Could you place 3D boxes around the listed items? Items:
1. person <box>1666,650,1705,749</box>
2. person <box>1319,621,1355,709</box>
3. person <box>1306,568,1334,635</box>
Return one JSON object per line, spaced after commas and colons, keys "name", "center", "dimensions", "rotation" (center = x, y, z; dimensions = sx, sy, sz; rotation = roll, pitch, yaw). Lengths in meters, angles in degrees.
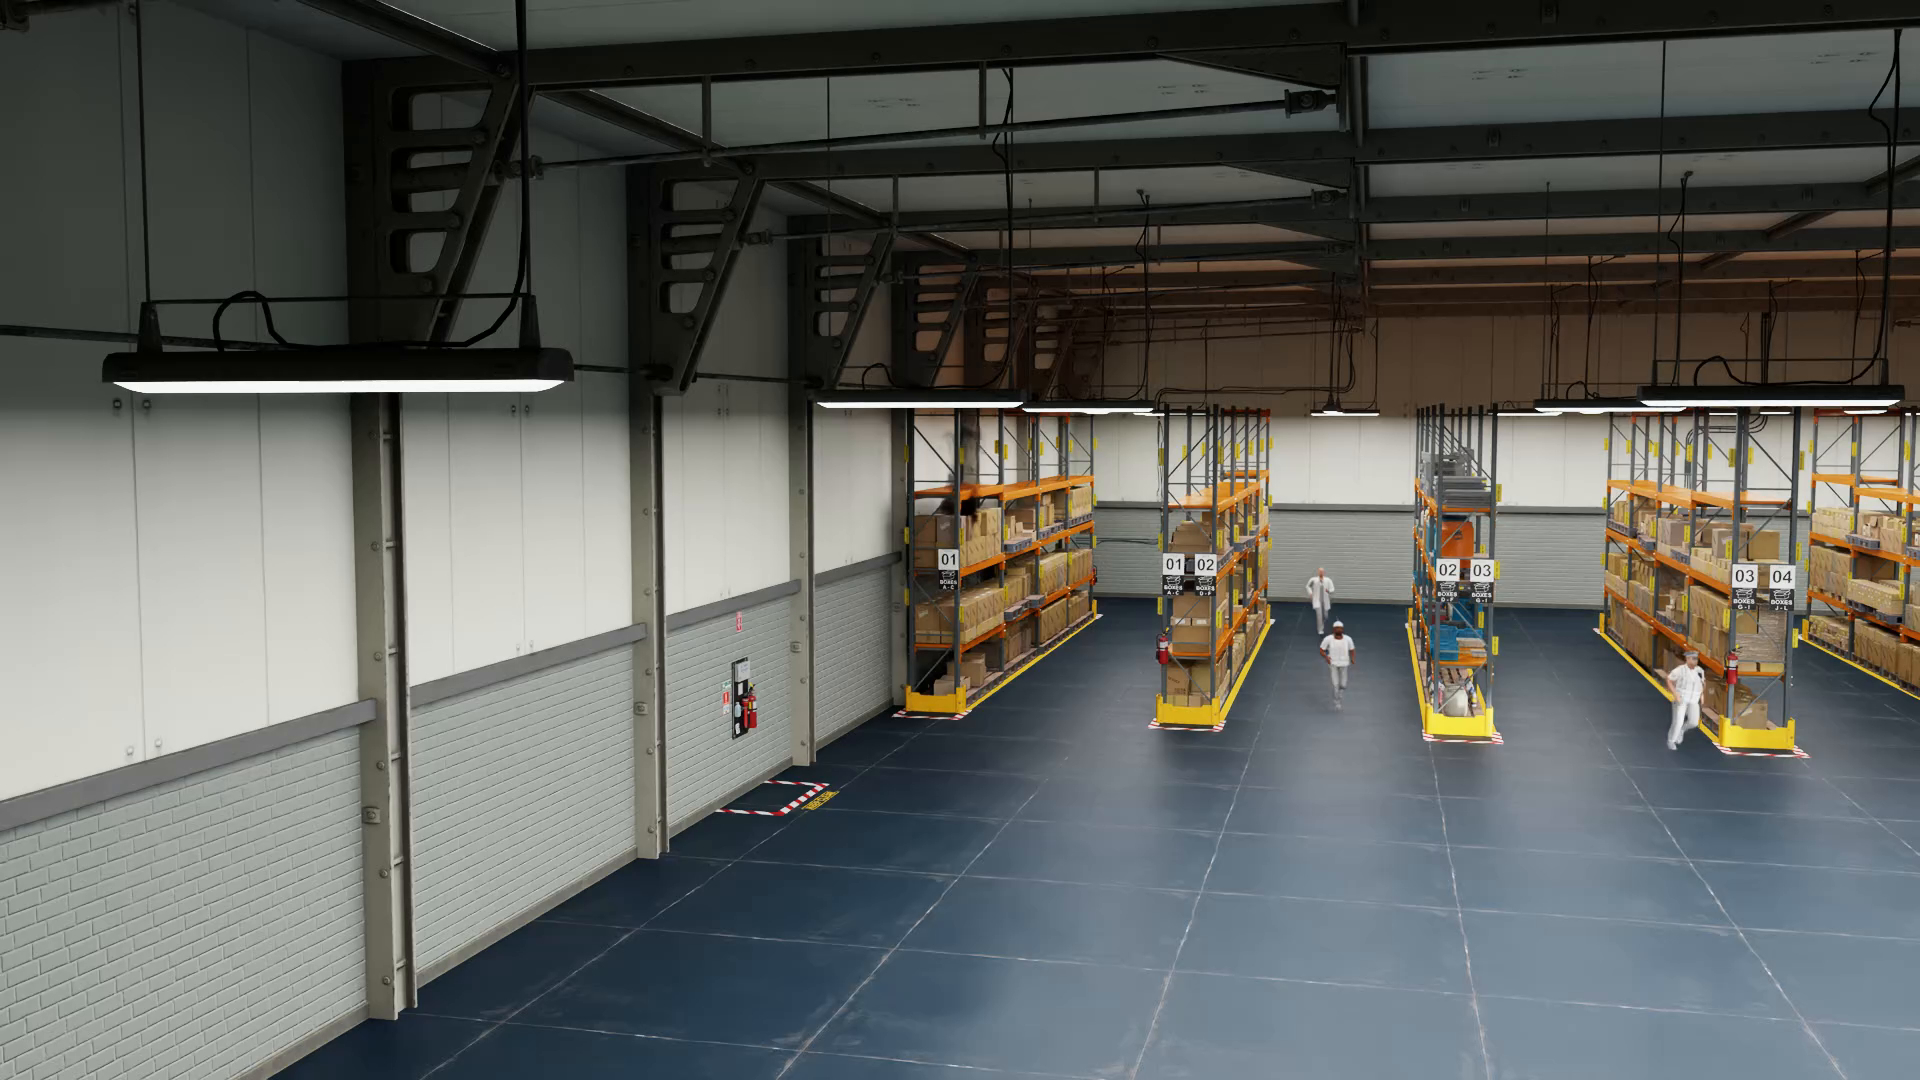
{"name": "person", "center": [12.649, 2.772, 28.891], "dimensions": [0.716, 1.725, 0.536], "rotation": [0, 4, 0]}
{"name": "person", "center": [7.490, 2.466, 33.016], "dimensions": [0.702, 1.726, 0.598], "rotation": [0, 4, 4]}
{"name": "person", "center": [9.601, 1.616, 44.292], "dimensions": [0.718, 1.753, 0.984], "rotation": [0, 4, 3]}
